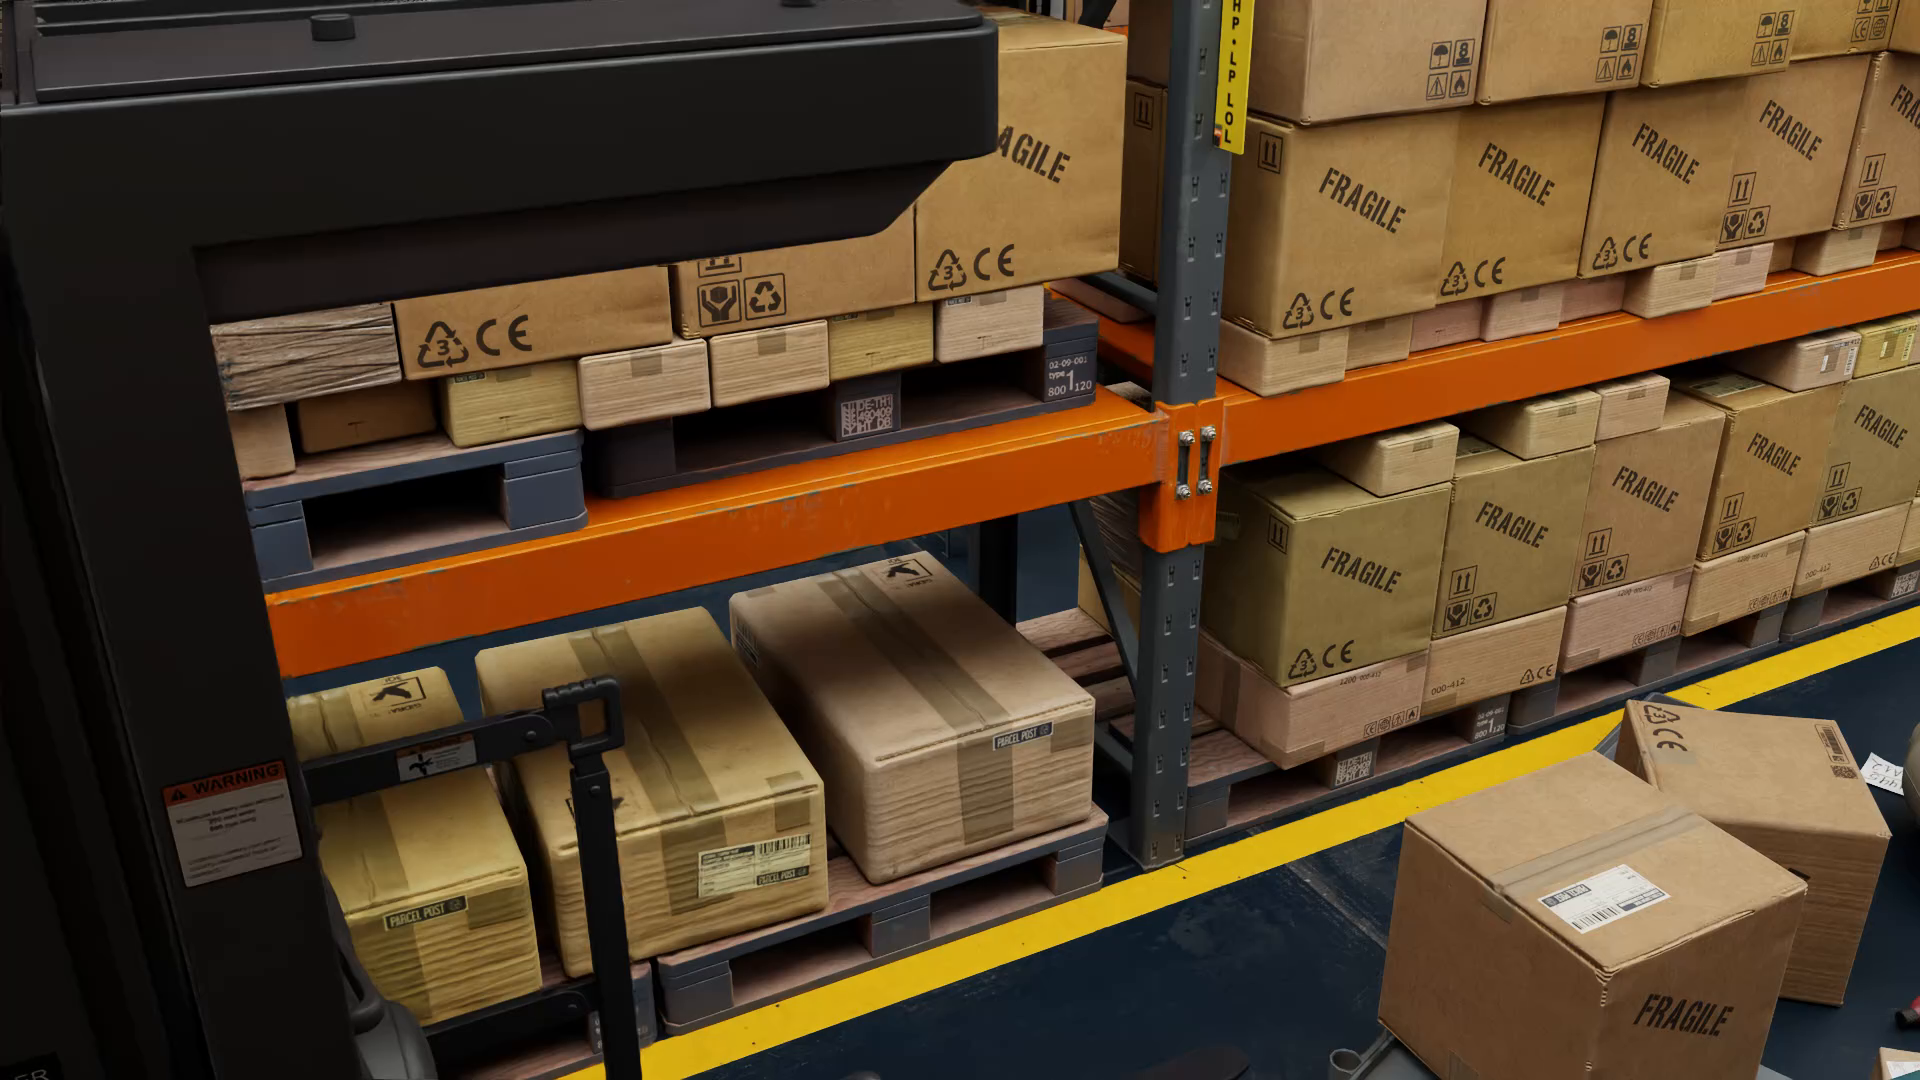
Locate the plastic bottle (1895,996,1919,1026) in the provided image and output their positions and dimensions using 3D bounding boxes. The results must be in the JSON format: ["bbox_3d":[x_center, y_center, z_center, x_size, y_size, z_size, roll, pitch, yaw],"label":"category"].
[{"bbox_3d":[2.331,1.108,3.871,0.283,0.061,0.133,-8,27,-16],"label":"plastic bottle"}]

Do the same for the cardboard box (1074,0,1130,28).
[{"bbox_3d":[0.728,-3.122,9.171,0.500,0.500,0.500,-12,28,-23],"label":"cardboard box"}]

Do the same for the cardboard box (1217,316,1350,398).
[{"bbox_3d":[0.739,-0.498,4.113,0.250,0.149,0.380,-13,29,-25],"label":"cardboard box"}]

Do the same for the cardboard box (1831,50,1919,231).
[{"bbox_3d":[2.603,-1.247,4.923,0.500,0.500,0.500,-13,29,-25],"label":"cardboard box"}]

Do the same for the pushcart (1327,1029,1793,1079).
[{"bbox_3d":[1.427,1.373,2.955,1.648,0.377,0.936,21,33,37],"label":"pushcart"}]

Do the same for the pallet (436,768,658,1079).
[{"bbox_3d":[-1.454,0.996,3.931,1.213,0.211,1.003,-13,29,-25],"label":"pallet"}]

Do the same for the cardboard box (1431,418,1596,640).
[{"bbox_3d":[1.424,-0.088,4.794,0.500,0.500,0.500,-12,28,-23],"label":"cardboard box"}]

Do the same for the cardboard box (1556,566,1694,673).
[{"bbox_3d":[1.890,0.141,5.182,0.500,0.250,0.500,-13,29,-26],"label":"cardboard box"}]

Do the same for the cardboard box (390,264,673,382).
[{"bbox_3d":[-0.885,-0.652,3.199,0.500,0.500,0.500,-12,28,-23],"label":"cardboard box"}]

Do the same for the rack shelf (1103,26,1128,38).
[{"bbox_3d":[-0.264,-2.648,9.131,4.000,0.370,1.077,-13,29,-25],"label":"rack shelf"}]

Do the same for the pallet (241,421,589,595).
[{"bbox_3d":[-1.492,-0.188,3.397,1.213,0.211,1.003,-13,29,-25],"label":"pallet"}]

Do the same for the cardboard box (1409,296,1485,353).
[{"bbox_3d":[1.157,-0.635,4.398,0.250,0.149,0.380,-13,29,-25],"label":"cardboard box"}]

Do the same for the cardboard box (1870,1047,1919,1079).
[{"bbox_3d":[2.039,1.216,3.410,0.258,0.266,0.396,10,27,20],"label":"cardboard box"}]

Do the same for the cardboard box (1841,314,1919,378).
[{"bbox_3d":[2.740,-0.652,5.217,0.250,0.149,0.380,-12,28,-24],"label":"cardboard box"}]

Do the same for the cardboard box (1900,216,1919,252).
[{"bbox_3d":[2.990,-1.012,5.181,0.250,0.149,0.380,-12,28,-24],"label":"cardboard box"}]

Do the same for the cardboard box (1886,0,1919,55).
[{"bbox_3d":[2.640,-1.684,4.677,0.500,0.500,0.700,-13,29,-26],"label":"cardboard box"}]

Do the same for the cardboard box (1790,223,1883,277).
[{"bbox_3d":[2.514,-0.926,5.004,0.250,0.149,0.380,-13,29,-26],"label":"cardboard box"}]

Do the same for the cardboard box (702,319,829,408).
[{"bbox_3d":[-0.466,-0.423,3.470,0.250,0.149,0.380,-14,29,-26],"label":"cardboard box"}]

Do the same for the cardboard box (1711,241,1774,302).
[{"bbox_3d":[2.081,-0.817,4.777,0.250,0.149,0.380,-13,29,-25],"label":"cardboard box"}]

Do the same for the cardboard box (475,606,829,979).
[{"bbox_3d":[-0.784,0.581,4.125,0.625,0.372,0.950,-11,28,-22],"label":"cardboard box"}]

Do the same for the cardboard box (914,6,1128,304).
[{"bbox_3d":[0.010,-0.857,3.624,0.500,0.500,0.500,-14,29,-26],"label":"cardboard box"}]

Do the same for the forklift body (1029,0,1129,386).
[{"bbox_3d":[0.686,-1.914,7.751,1.214,2.155,2.313,-13,29,-25],"label":"forklift body"}]

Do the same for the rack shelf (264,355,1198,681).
[{"bbox_3d":[-1.455,0.062,3.487,4.000,0.370,1.077,-13,29,-25],"label":"rack shelf"}]

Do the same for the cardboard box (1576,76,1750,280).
[{"bbox_3d":[1.710,-1.041,4.493,0.500,0.500,0.500,-13,29,-26],"label":"cardboard box"}]

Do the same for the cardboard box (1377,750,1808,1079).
[{"bbox_3d":[1.174,0.789,3.154,0.500,0.500,0.500,-13,29,-25],"label":"cardboard box"}]

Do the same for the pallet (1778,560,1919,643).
[{"bbox_3d":[3.039,-0.060,6.131,1.213,0.211,1.003,-13,29,-25],"label":"pallet"}]

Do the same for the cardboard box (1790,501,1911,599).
[{"bbox_3d":[2.792,-0.065,5.610,0.500,0.250,0.500,-13,29,-25],"label":"cardboard box"}]

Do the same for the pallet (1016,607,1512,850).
[{"bbox_3d":[0.886,0.437,5.096,1.213,0.211,1.003,-13,29,-25],"label":"pallet"}]

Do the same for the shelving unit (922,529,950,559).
[{"bbox_3d":[-0.007,-0.404,6.052,0.210,0.900,0.258,-13,29,-25],"label":"shelving unit"}]

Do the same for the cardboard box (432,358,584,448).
[{"bbox_3d":[-0.921,-0.333,3.284,0.250,0.149,0.380,-13,29,-25],"label":"cardboard box"}]

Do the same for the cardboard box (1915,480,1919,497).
[{"bbox_3d":[3.255,-0.510,5.671,0.500,0.500,0.500,-13,28,-25],"label":"cardboard box"}]

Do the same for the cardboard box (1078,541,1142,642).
[{"bbox_3d":[0.705,0.157,5.149,0.500,0.250,0.500,-12,28,-23],"label":"cardboard box"}]

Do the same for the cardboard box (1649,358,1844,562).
[{"bbox_3d":[2.348,-0.302,5.239,0.500,0.500,0.500,-14,29,-26],"label":"cardboard box"}]

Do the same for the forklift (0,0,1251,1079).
[{"bbox_3d":[-0.608,0.378,2.077,3.031,2.935,1.130,-13,28,-25],"label":"forklift"}]

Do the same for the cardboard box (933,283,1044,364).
[{"bbox_3d":[-0.014,-0.536,3.705,0.250,0.149,0.380,-13,28,-24],"label":"cardboard box"}]

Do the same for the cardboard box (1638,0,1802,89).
[{"bbox_3d":[1.717,-1.494,4.282,0.500,0.500,0.700,-14,29,-26],"label":"cardboard box"}]

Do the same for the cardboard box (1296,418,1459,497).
[{"bbox_3d":[1.096,-0.270,4.422,0.250,0.149,0.380,-13,28,-24],"label":"cardboard box"}]

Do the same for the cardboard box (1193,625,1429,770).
[{"bbox_3d":[0.958,0.363,4.719,0.500,0.250,0.500,-14,29,-27],"label":"cardboard box"}]

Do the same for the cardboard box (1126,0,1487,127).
[{"bbox_3d":[0.800,-1.307,3.891,0.500,0.500,0.700,-13,29,-26],"label":"cardboard box"}]

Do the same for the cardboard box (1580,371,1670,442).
[{"bbox_3d":[1.785,-0.431,4.758,0.250,0.149,0.380,-11,28,-22],"label":"cardboard box"}]

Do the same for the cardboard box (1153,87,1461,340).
[{"bbox_3d":[0.829,-0.832,4.059,0.500,0.500,0.500,-13,29,-25],"label":"cardboard box"}]

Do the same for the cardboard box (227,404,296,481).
[{"bbox_3d":[-1.396,-0.237,3.083,0.250,0.149,0.380,-12,28,-23],"label":"cardboard box"}]

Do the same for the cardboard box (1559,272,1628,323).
[{"bbox_3d":[1.612,-0.739,4.613,0.250,0.149,0.380,-13,29,-25],"label":"cardboard box"}]
